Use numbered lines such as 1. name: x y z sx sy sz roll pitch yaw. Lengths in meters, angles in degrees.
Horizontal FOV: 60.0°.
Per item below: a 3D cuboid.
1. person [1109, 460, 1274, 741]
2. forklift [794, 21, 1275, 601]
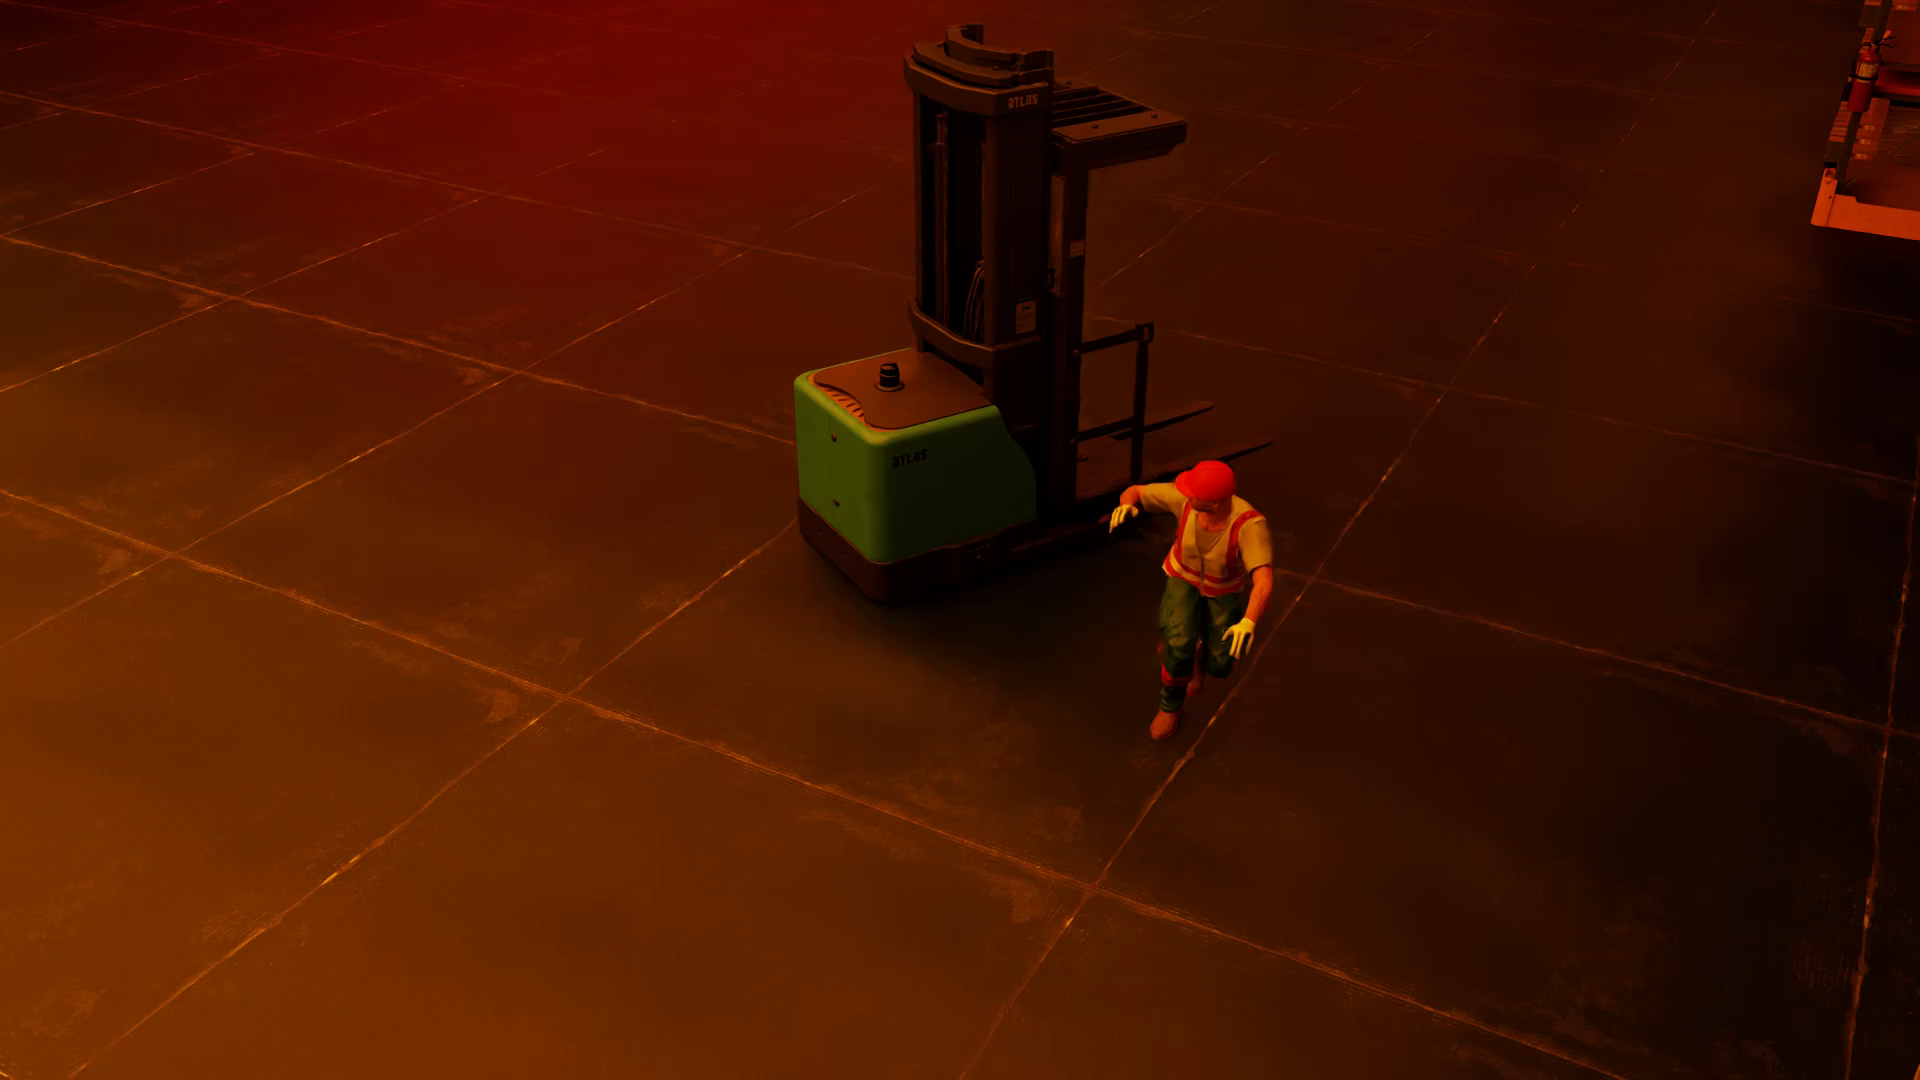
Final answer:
1. person: 1.093 0.313 7.988 0.788 1.474 1.021 6 31 10
2. forklift: 0.561 -1.465 9.610 3.031 2.935 1.130 -17 34 -27
